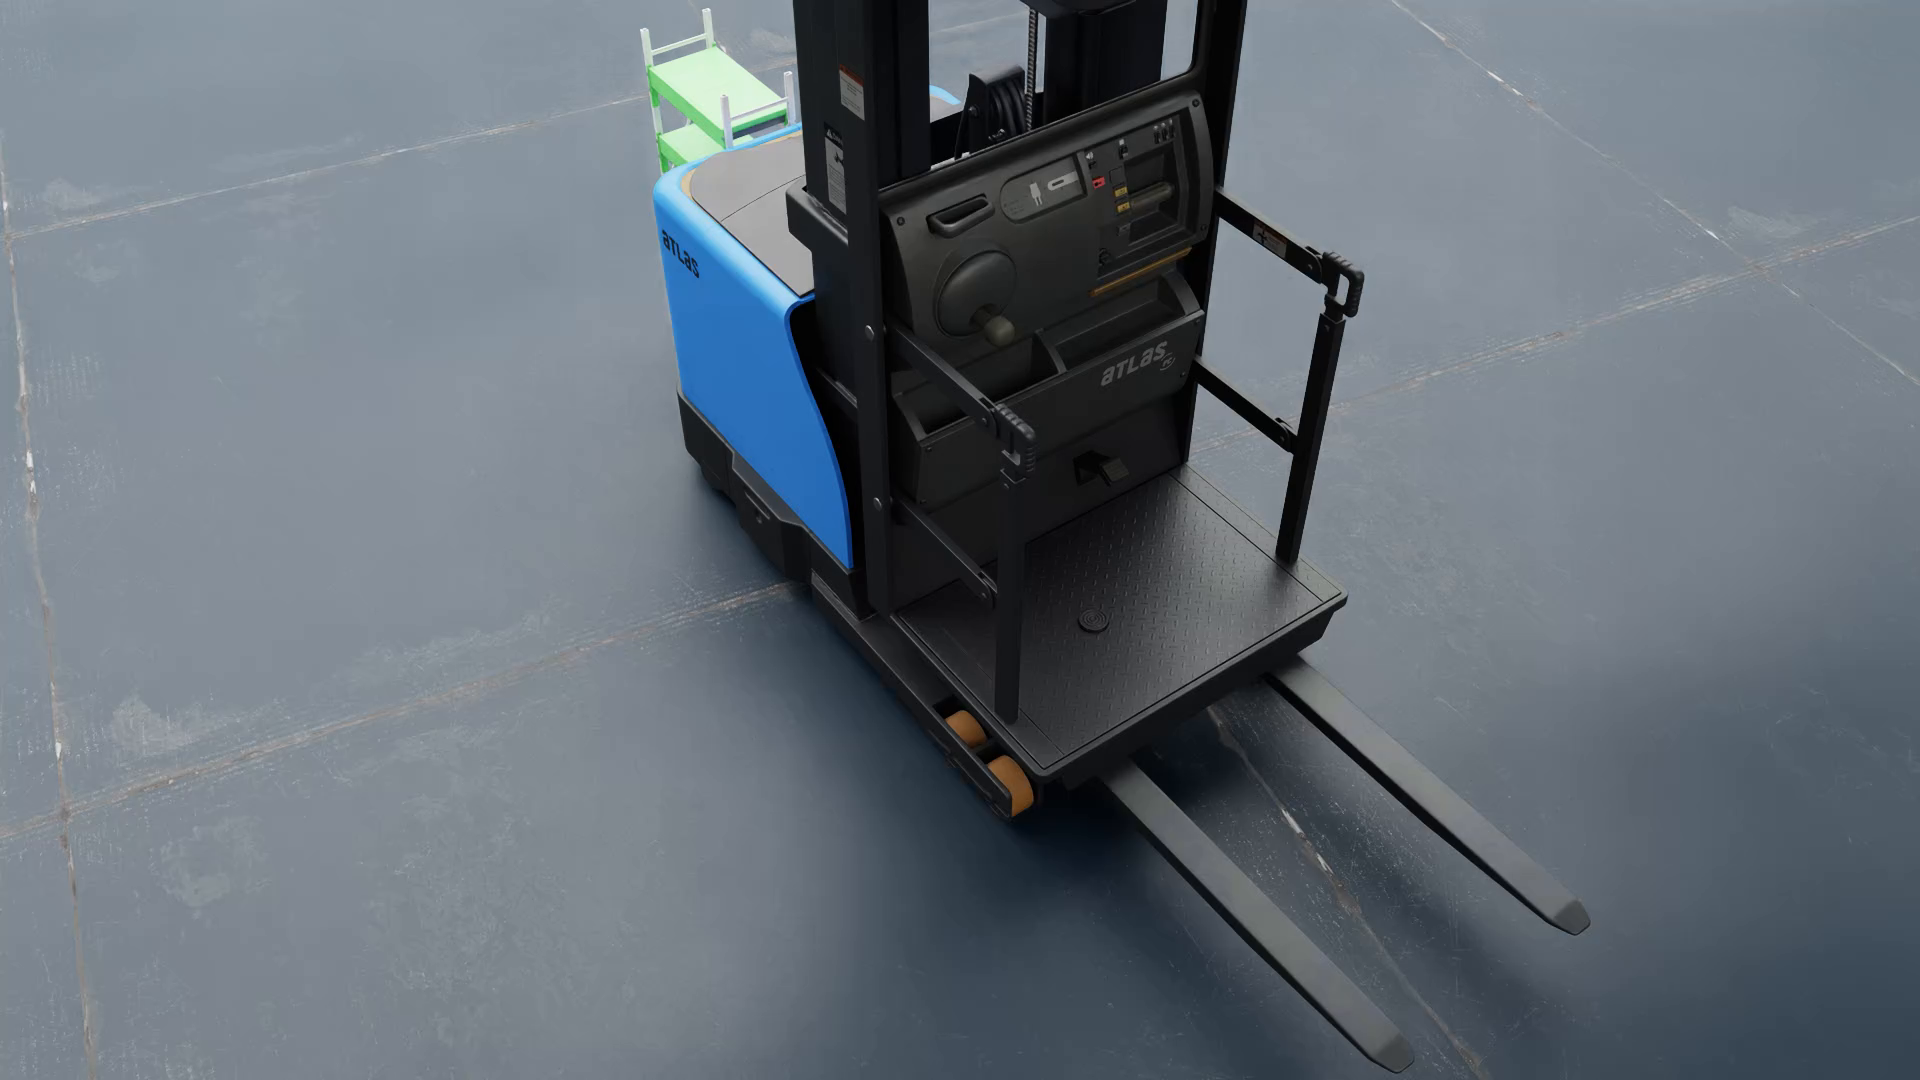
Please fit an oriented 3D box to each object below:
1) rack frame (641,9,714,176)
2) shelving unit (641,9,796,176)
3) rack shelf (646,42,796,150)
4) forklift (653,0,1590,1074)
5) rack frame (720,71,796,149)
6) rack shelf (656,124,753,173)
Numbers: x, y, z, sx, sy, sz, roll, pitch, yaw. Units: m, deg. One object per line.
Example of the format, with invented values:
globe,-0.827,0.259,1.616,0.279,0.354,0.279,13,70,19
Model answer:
rack frame,-0.886,-1.195,5.607,0.240,1.200,0.015,-27,51,-25
shelving unit,-0.744,-1.056,5.466,0.258,1.200,0.503,-27,51,-25
rack shelf,-0.744,-1.352,5.173,0.258,0.148,0.480,-27,51,-25
forklift,0.364,-0.689,3.861,1.130,2.935,3.031,-27,51,-25
rack frame,-0.601,-0.917,5.325,0.240,1.200,0.015,-27,51,-25
rack shelf,-0.744,-1.181,5.342,0.258,0.148,0.480,-27,51,-25
